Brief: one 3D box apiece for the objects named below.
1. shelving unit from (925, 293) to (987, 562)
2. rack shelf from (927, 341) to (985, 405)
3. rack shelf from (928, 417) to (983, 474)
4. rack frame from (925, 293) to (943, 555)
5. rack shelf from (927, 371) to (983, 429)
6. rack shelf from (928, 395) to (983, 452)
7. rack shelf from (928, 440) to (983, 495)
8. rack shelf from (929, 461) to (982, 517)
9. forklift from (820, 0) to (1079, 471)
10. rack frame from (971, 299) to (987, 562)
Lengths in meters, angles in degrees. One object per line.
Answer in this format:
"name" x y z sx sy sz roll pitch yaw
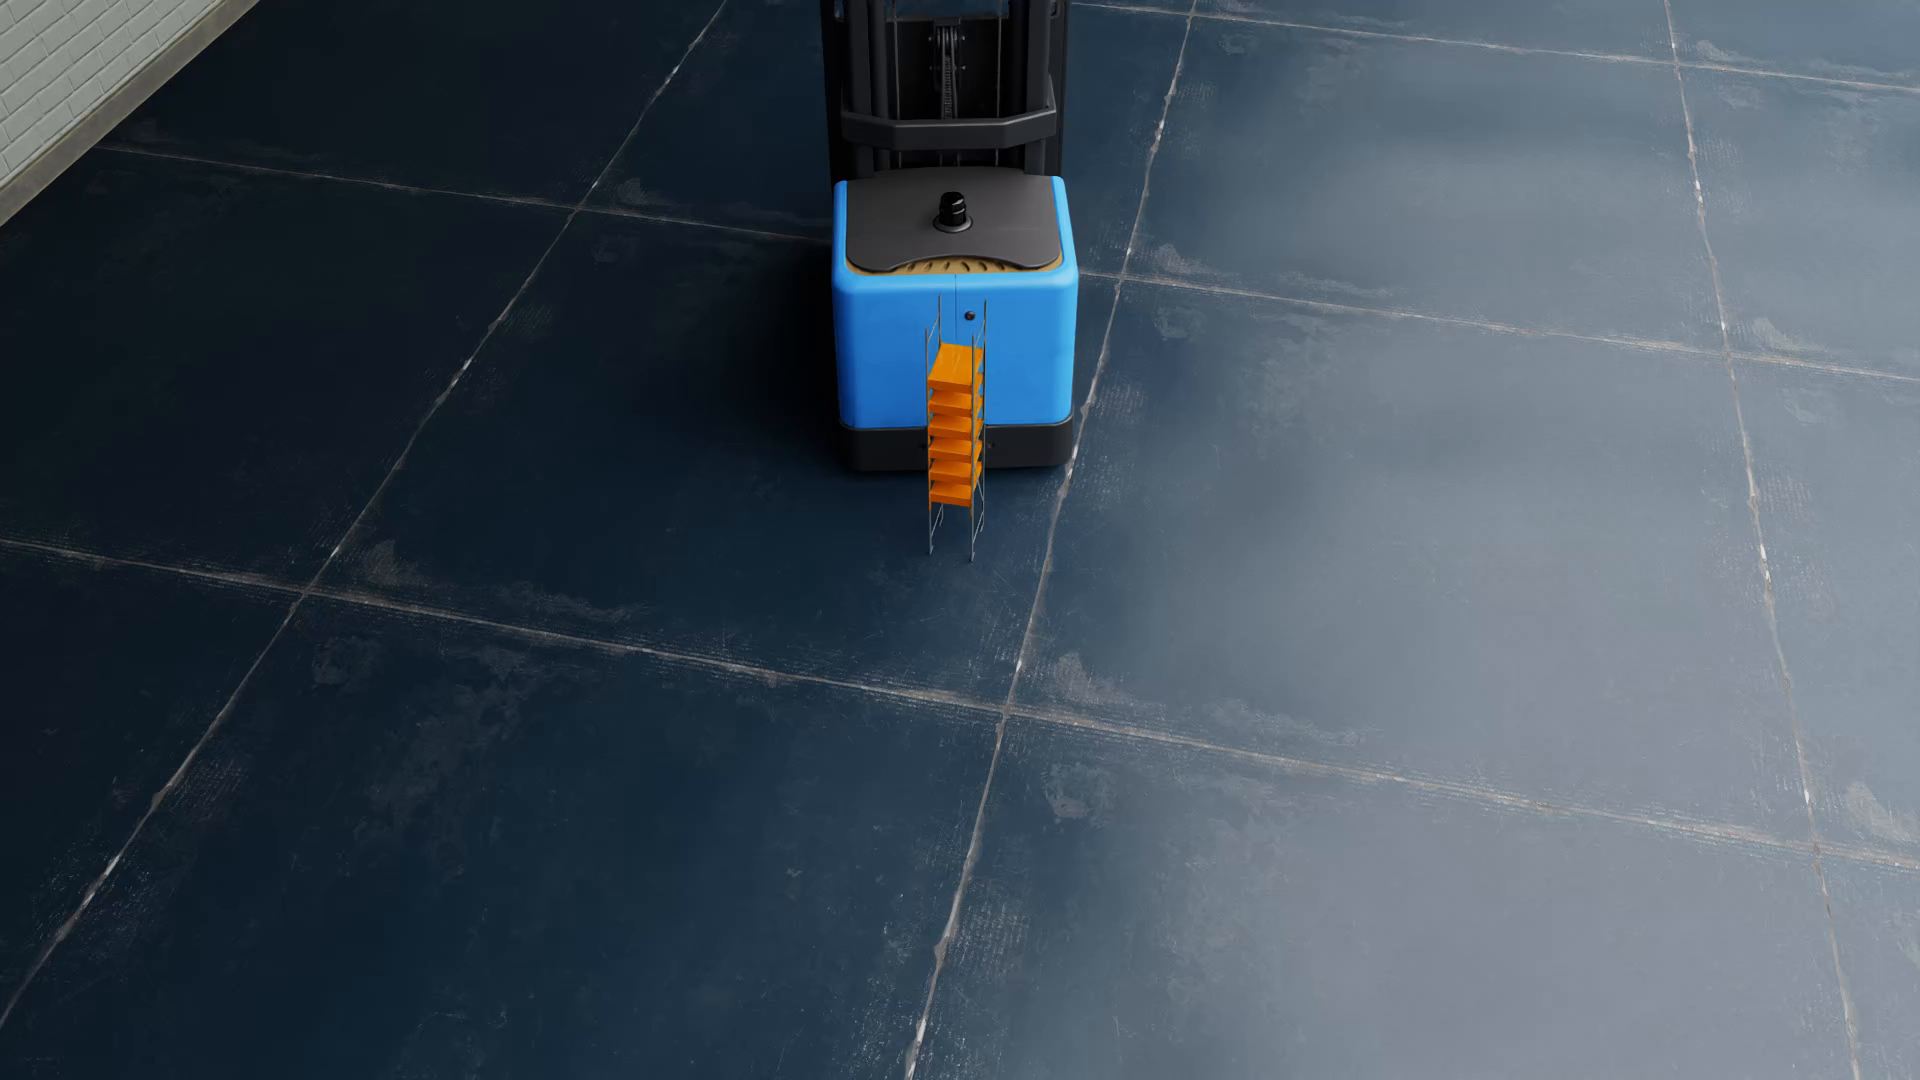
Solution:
"shelving unit" -0.014 -0.434 6.796 0.189 1.200 0.258 9 45 9
"rack shelf" -0.014 -0.662 6.577 0.180 0.103 0.258 9 45 9
"rack shelf" -0.014 -0.402 6.827 0.180 0.103 0.258 9 45 9
"rack frame" -0.103 -0.448 6.811 0.006 1.200 0.240 9 45 9
"rack shelf" -0.014 -0.575 6.661 0.180 0.103 0.258 9 45 9
"rack shelf" -0.014 -0.489 6.744 0.180 0.103 0.258 9 45 9
"rack shelf" -0.014 -0.316 6.910 0.180 0.103 0.258 9 45 9
"rack shelf" -0.014 -0.230 6.993 0.180 0.103 0.258 9 45 9
"forklift" -0.076 -2.371 7.559 1.130 2.935 3.031 -2 44 -2
"rack frame" 0.075 -0.421 6.782 0.006 1.200 0.240 9 45 9
